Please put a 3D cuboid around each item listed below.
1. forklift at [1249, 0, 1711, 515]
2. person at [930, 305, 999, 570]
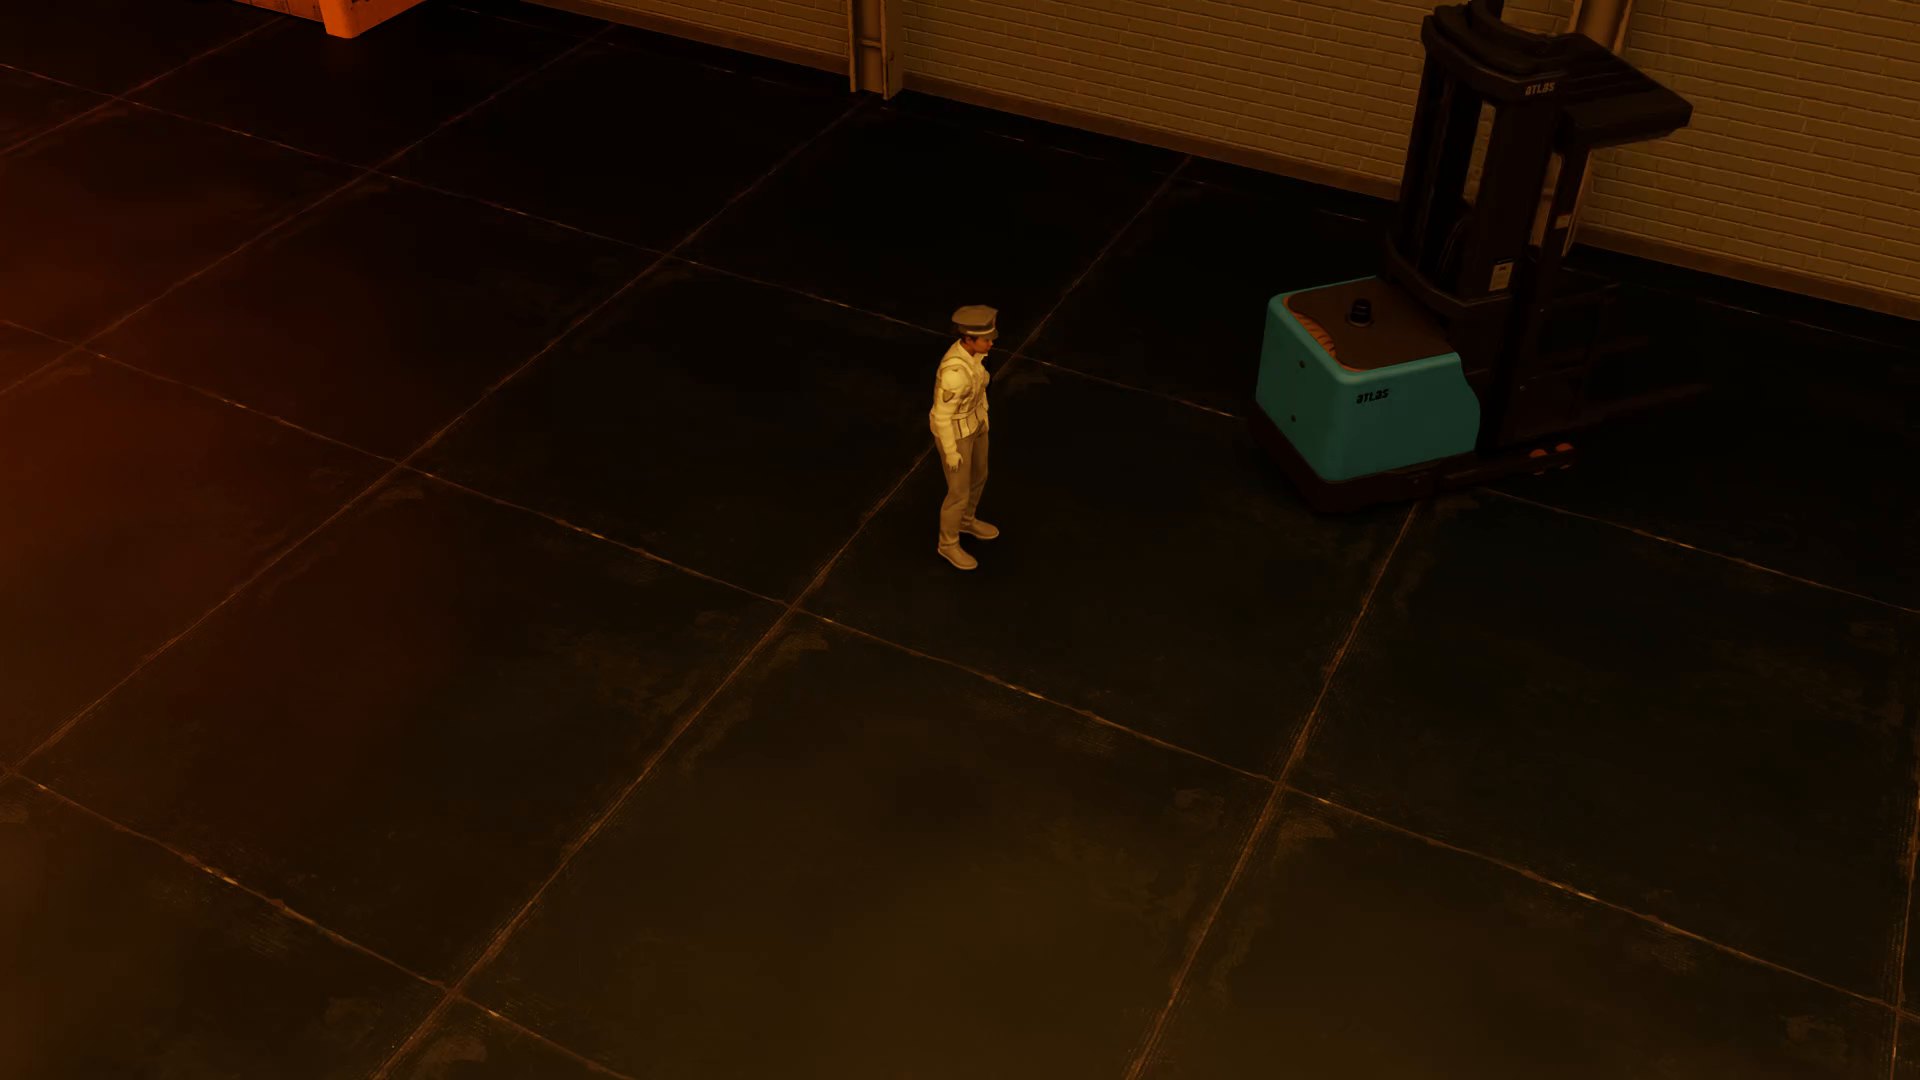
[{"bbox_3d":[3.489,-1.853,10.187,3.031,2.935,1.130,-13,42,-15],"label":"forklift"},{"bbox_3d":[0.031,-0.633,9.724,0.372,1.663,0.529,17,43,19],"label":"person"}]
